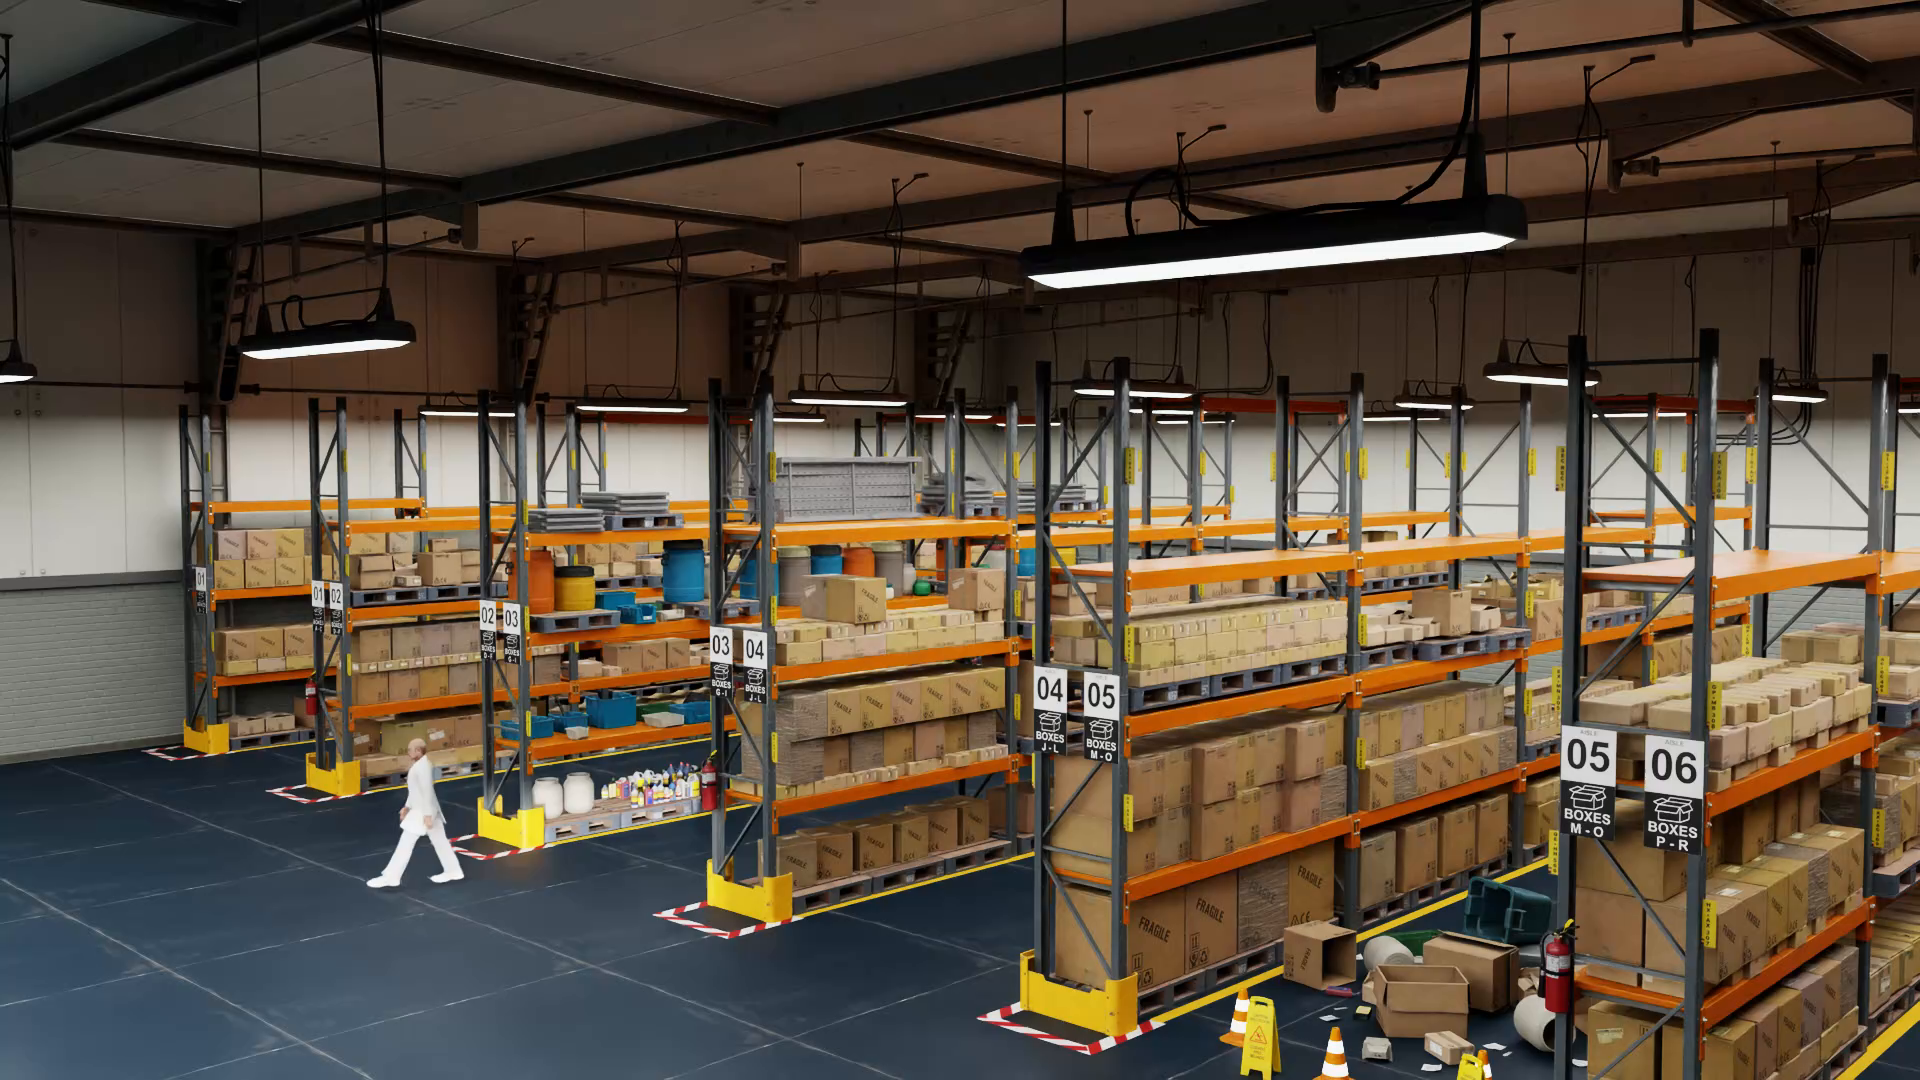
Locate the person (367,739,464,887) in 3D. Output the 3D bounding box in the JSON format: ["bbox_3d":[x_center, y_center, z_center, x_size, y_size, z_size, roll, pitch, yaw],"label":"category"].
[{"bbox_3d":[-6.466,3.228,19.768,1.064,1.735,0.611,0,3,-9],"label":"person"}]

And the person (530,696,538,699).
[{"bbox_3d":[-8.323,2.611,31.506,0.578,1.722,1.065,1,3,14],"label":"person"}]
